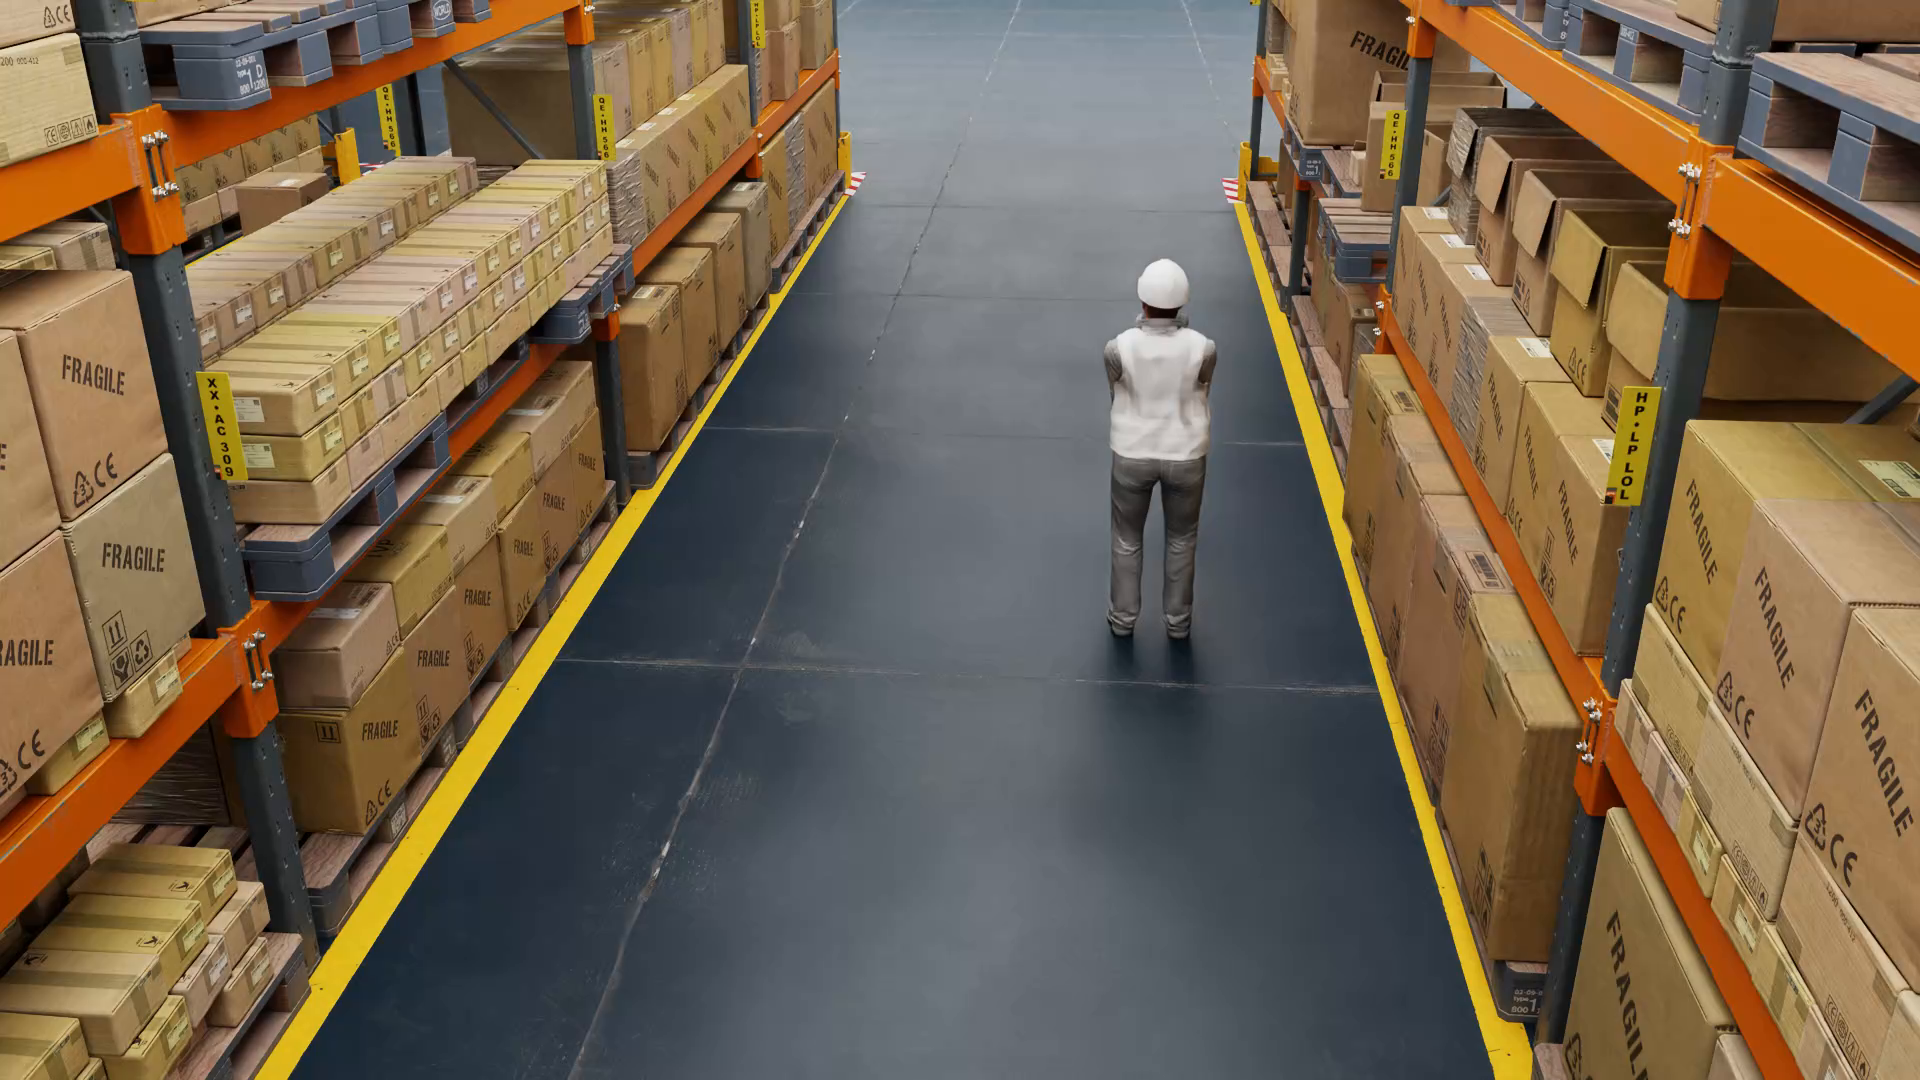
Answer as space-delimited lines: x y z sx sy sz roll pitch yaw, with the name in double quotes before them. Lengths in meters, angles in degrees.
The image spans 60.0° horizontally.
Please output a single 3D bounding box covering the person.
"person" 0.881 -0.429 7.526 0.495 1.771 0.548 2 24 4
